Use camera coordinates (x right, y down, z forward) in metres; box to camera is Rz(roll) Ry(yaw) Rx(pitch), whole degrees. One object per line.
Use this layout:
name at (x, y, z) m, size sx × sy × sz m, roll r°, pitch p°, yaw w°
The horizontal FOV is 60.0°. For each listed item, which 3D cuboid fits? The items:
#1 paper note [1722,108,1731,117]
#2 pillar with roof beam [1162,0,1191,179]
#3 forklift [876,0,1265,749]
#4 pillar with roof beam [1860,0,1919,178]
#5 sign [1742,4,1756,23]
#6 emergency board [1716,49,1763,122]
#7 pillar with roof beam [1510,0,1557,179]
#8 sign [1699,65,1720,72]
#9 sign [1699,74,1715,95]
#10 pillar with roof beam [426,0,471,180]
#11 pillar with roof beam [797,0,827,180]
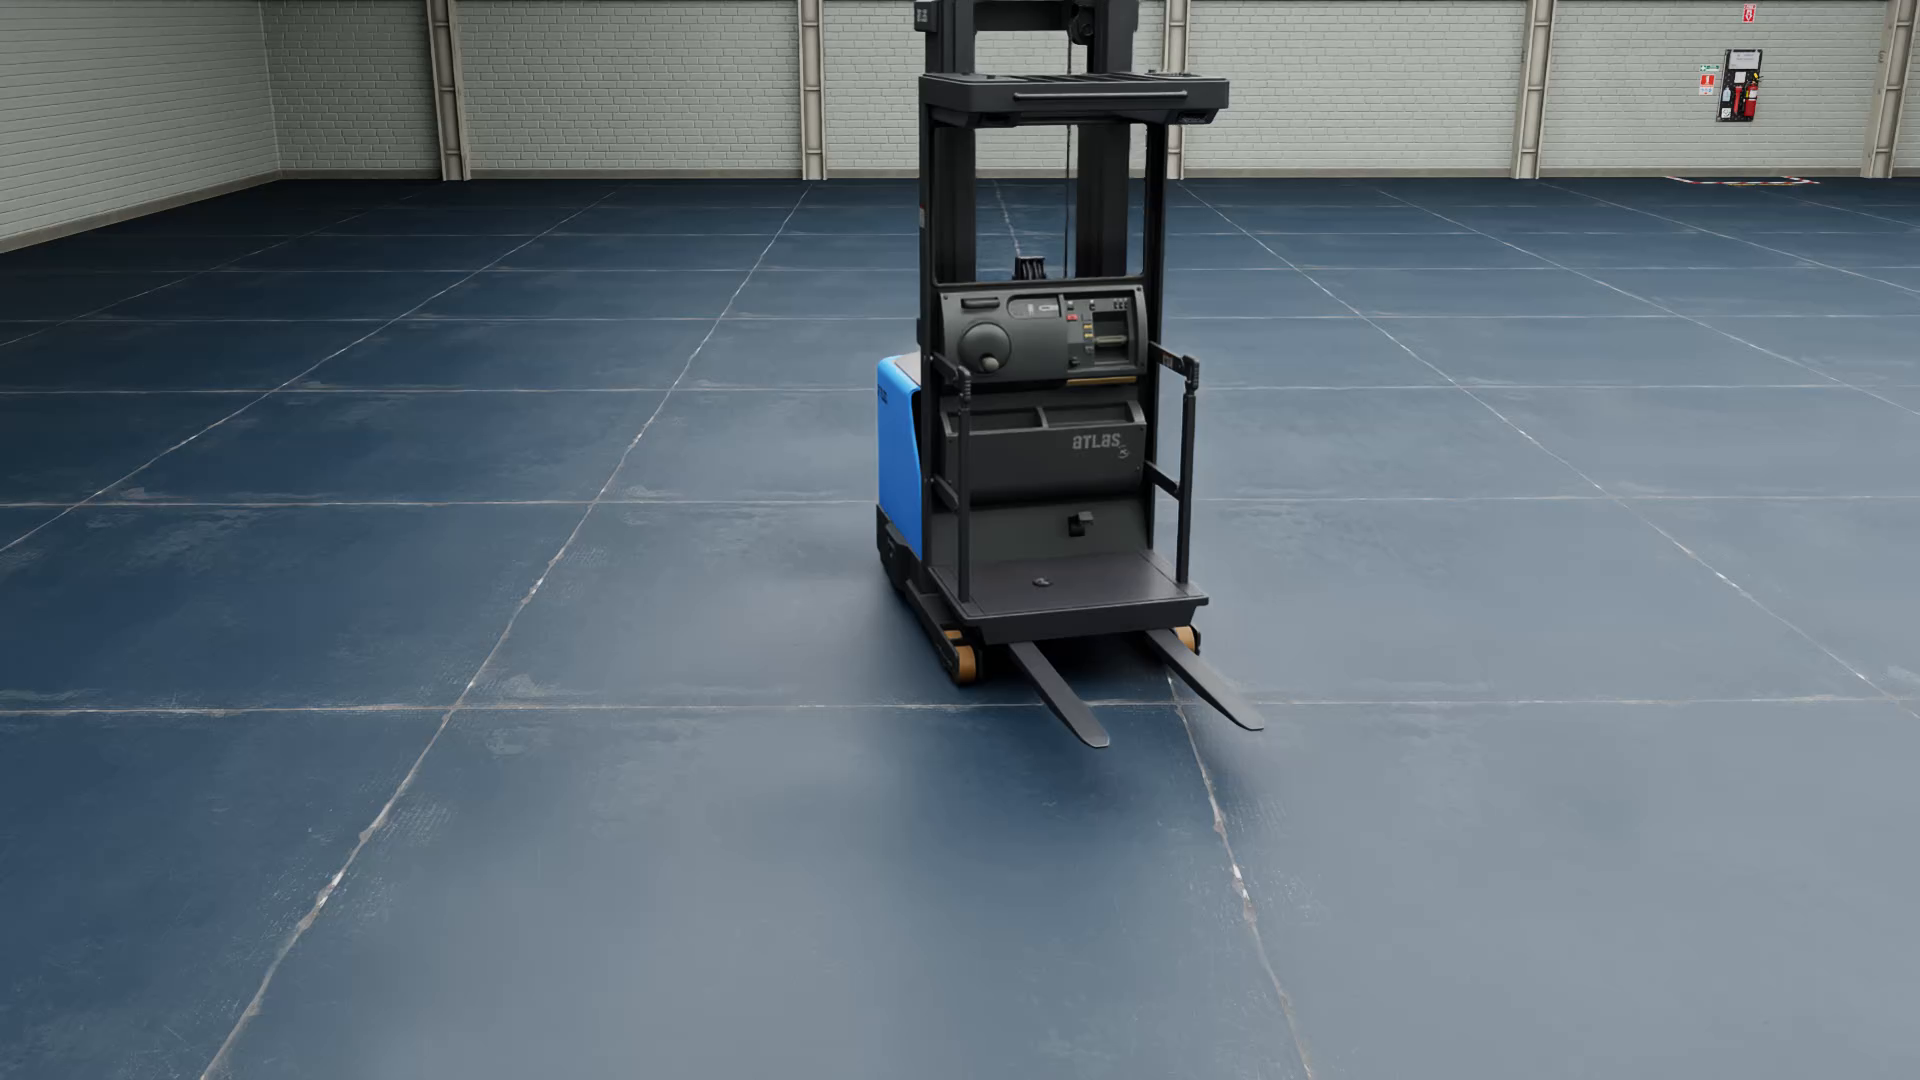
paper note at (12.907, -7.195, 28.007) m, size 0.142 × 0.148 × 0.016 m, roll 0°, pitch 18°, yaw -1°
pillar with roof beam at (3.626, -9.078, 22.615) m, size 0.400 × 9.000 × 9.100 m, roll 0°, pitch 18°, yaw -1°
forklift at (0.427, -0.910, 7.085) m, size 1.130 × 2.935 × 3.031 m, roll -5°, pitch 18°, yaw -14°
pillar with roof beam at (15.625, -9.136, 22.795) m, size 0.400 × 9.000 × 9.100 m, roll 0°, pitch 18°, yaw -1°
sign at (13.076, -8.728, 27.550) m, size 0.199 × 0.298 × 0.001 m, roll 0°, pitch 18°, yaw -1°
emergency board at (13.085, -7.594, 27.810) m, size 0.643 × 1.169 × 0.194 m, roll 0°, pitch 18°, yaw -1°
pillar with roof beam at (9.625, -9.107, 22.705) m, size 0.400 × 9.000 × 9.100 m, roll 0°, pitch 18°, yaw -1°
sign at (12.535, -7.889, 27.805) m, size 0.331 × 0.109 × 0.001 m, roll 0°, pitch 18°, yaw -1°
sign at (12.531, -7.640, 27.894) m, size 0.234 × 0.329 × 0.001 m, roll 0°, pitch 18°, yaw -1°
pillar with roof beam at (-8.372, -9.020, 22.435) m, size 0.400 × 9.000 × 9.100 m, roll 0°, pitch 18°, yaw -1°
pillar with roof beam at (-2.373, -9.049, 22.525) m, size 0.400 × 9.000 × 9.100 m, roll 0°, pitch 18°, yaw -1°
